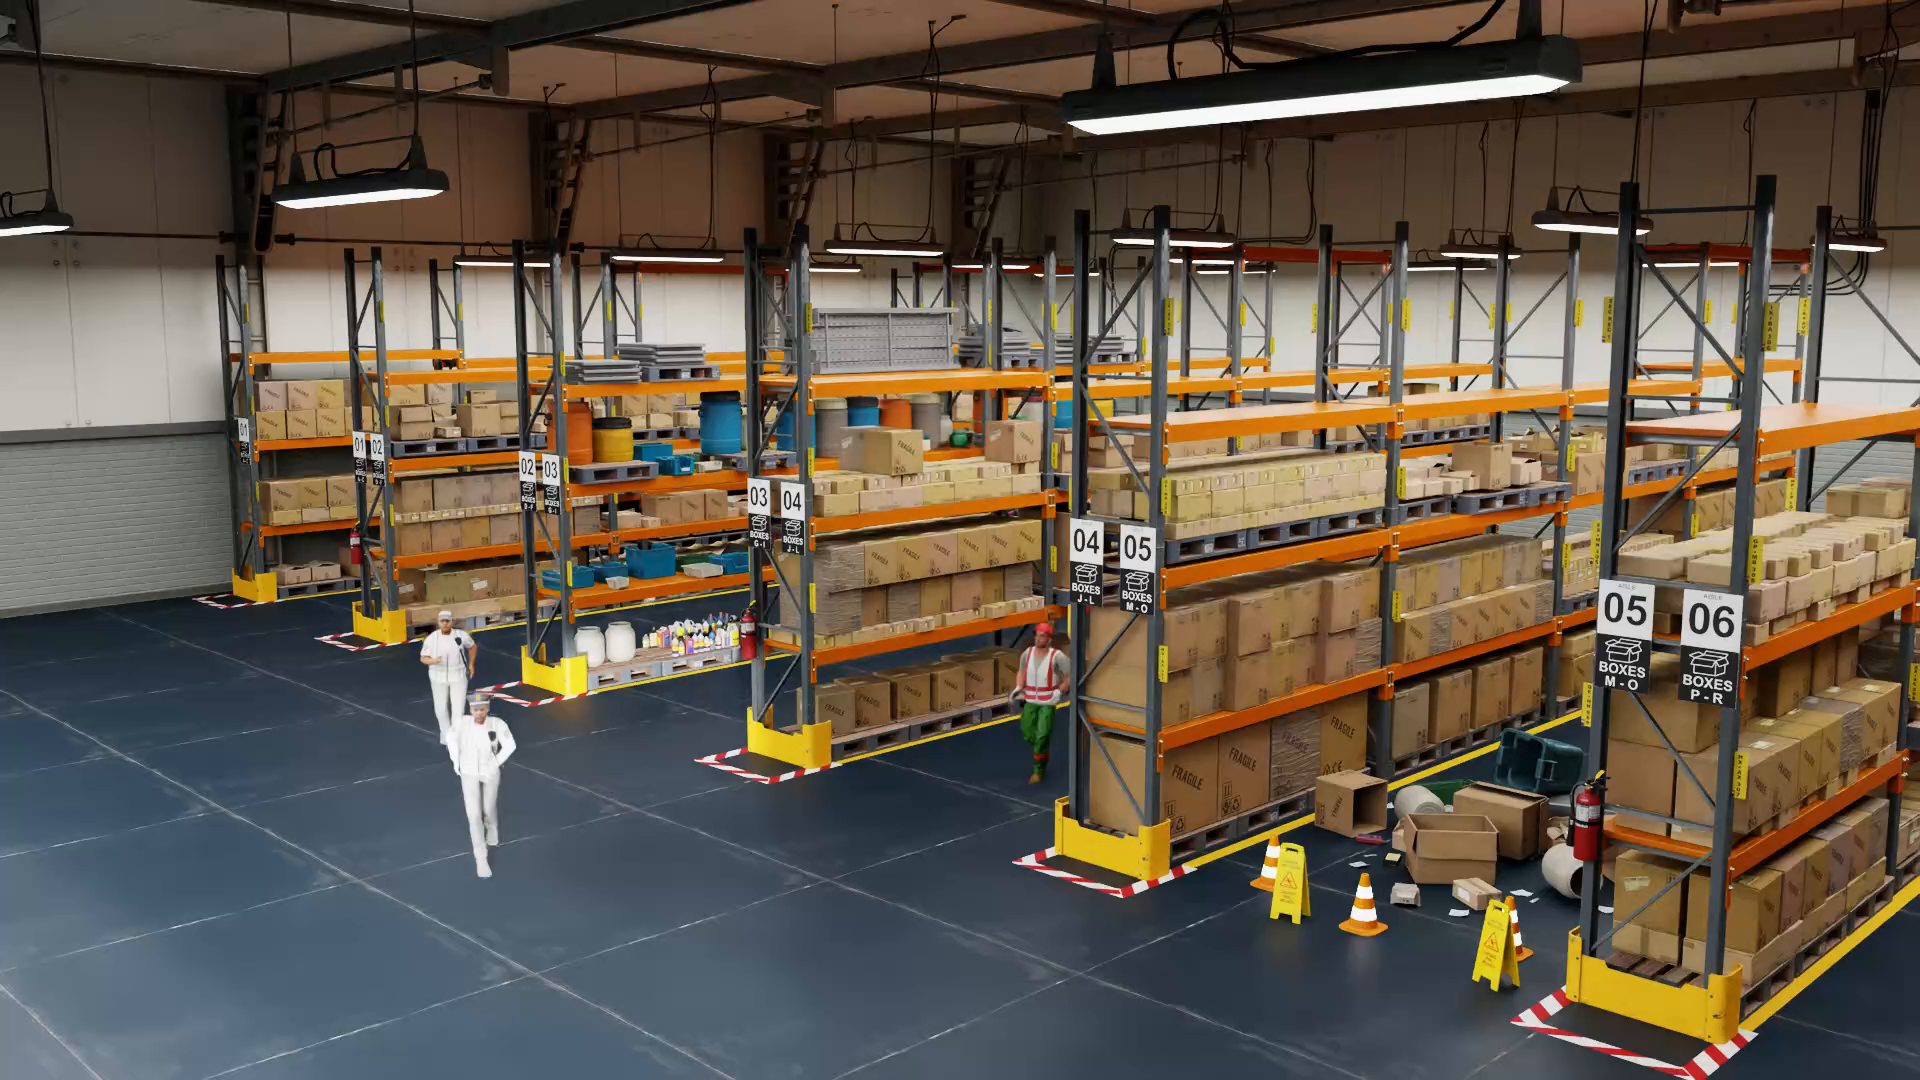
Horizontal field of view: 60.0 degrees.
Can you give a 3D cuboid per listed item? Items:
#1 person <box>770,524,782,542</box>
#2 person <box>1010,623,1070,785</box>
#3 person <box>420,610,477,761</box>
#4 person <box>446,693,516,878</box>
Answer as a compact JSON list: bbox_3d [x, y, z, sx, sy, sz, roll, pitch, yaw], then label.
[{"bbox_3d":[-3.696,-0.358,33.054,0.646,1.684,0.598,6,10,38],"label":"person"},{"bbox_3d":[0.922,1.761,18.138,0.670,1.752,0.611,4,9,26],"label":"person"},{"bbox_3d":[-5.874,1.623,19.122,0.599,1.668,0.932,-2,8,-11],"label":"person"},{"bbox_3d":[-4.429,2.180,15.418,0.630,1.681,0.965,-2,8,-11],"label":"person"}]
